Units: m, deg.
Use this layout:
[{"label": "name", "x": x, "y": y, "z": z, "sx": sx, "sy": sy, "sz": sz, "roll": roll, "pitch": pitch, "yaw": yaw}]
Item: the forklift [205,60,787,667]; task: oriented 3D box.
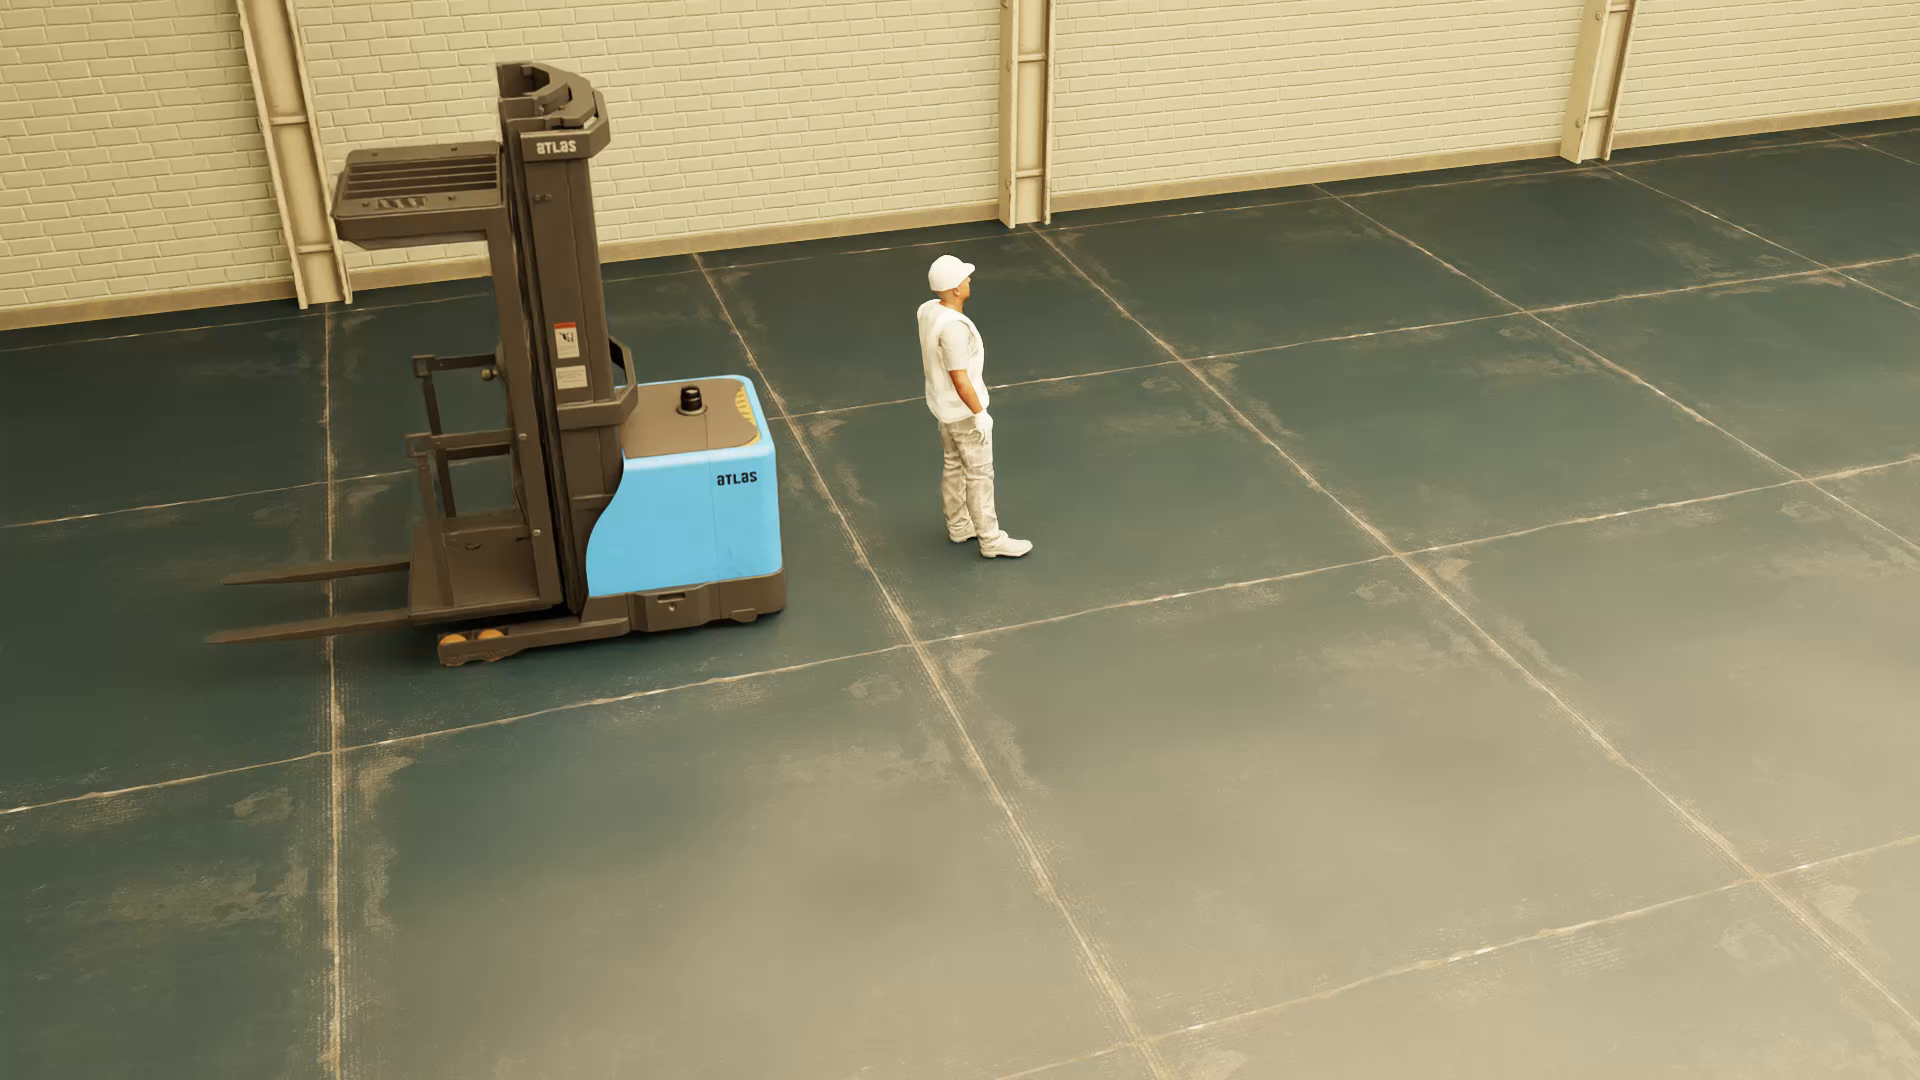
[{"label": "forklift", "x": -2.541, "y": -0.888, "z": 8.631, "sx": 3.031, "sy": 2.935, "sz": 1.130, "roll": -7, "pitch": 31, "yaw": -12}]

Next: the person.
[{"label": "person", "x": 0.071, "y": -0.787, "z": 9.592, "sx": 0.575, "sy": 1.784, "sz": 0.656, "roll": -10, "pitch": 31, "yaw": -16}]
